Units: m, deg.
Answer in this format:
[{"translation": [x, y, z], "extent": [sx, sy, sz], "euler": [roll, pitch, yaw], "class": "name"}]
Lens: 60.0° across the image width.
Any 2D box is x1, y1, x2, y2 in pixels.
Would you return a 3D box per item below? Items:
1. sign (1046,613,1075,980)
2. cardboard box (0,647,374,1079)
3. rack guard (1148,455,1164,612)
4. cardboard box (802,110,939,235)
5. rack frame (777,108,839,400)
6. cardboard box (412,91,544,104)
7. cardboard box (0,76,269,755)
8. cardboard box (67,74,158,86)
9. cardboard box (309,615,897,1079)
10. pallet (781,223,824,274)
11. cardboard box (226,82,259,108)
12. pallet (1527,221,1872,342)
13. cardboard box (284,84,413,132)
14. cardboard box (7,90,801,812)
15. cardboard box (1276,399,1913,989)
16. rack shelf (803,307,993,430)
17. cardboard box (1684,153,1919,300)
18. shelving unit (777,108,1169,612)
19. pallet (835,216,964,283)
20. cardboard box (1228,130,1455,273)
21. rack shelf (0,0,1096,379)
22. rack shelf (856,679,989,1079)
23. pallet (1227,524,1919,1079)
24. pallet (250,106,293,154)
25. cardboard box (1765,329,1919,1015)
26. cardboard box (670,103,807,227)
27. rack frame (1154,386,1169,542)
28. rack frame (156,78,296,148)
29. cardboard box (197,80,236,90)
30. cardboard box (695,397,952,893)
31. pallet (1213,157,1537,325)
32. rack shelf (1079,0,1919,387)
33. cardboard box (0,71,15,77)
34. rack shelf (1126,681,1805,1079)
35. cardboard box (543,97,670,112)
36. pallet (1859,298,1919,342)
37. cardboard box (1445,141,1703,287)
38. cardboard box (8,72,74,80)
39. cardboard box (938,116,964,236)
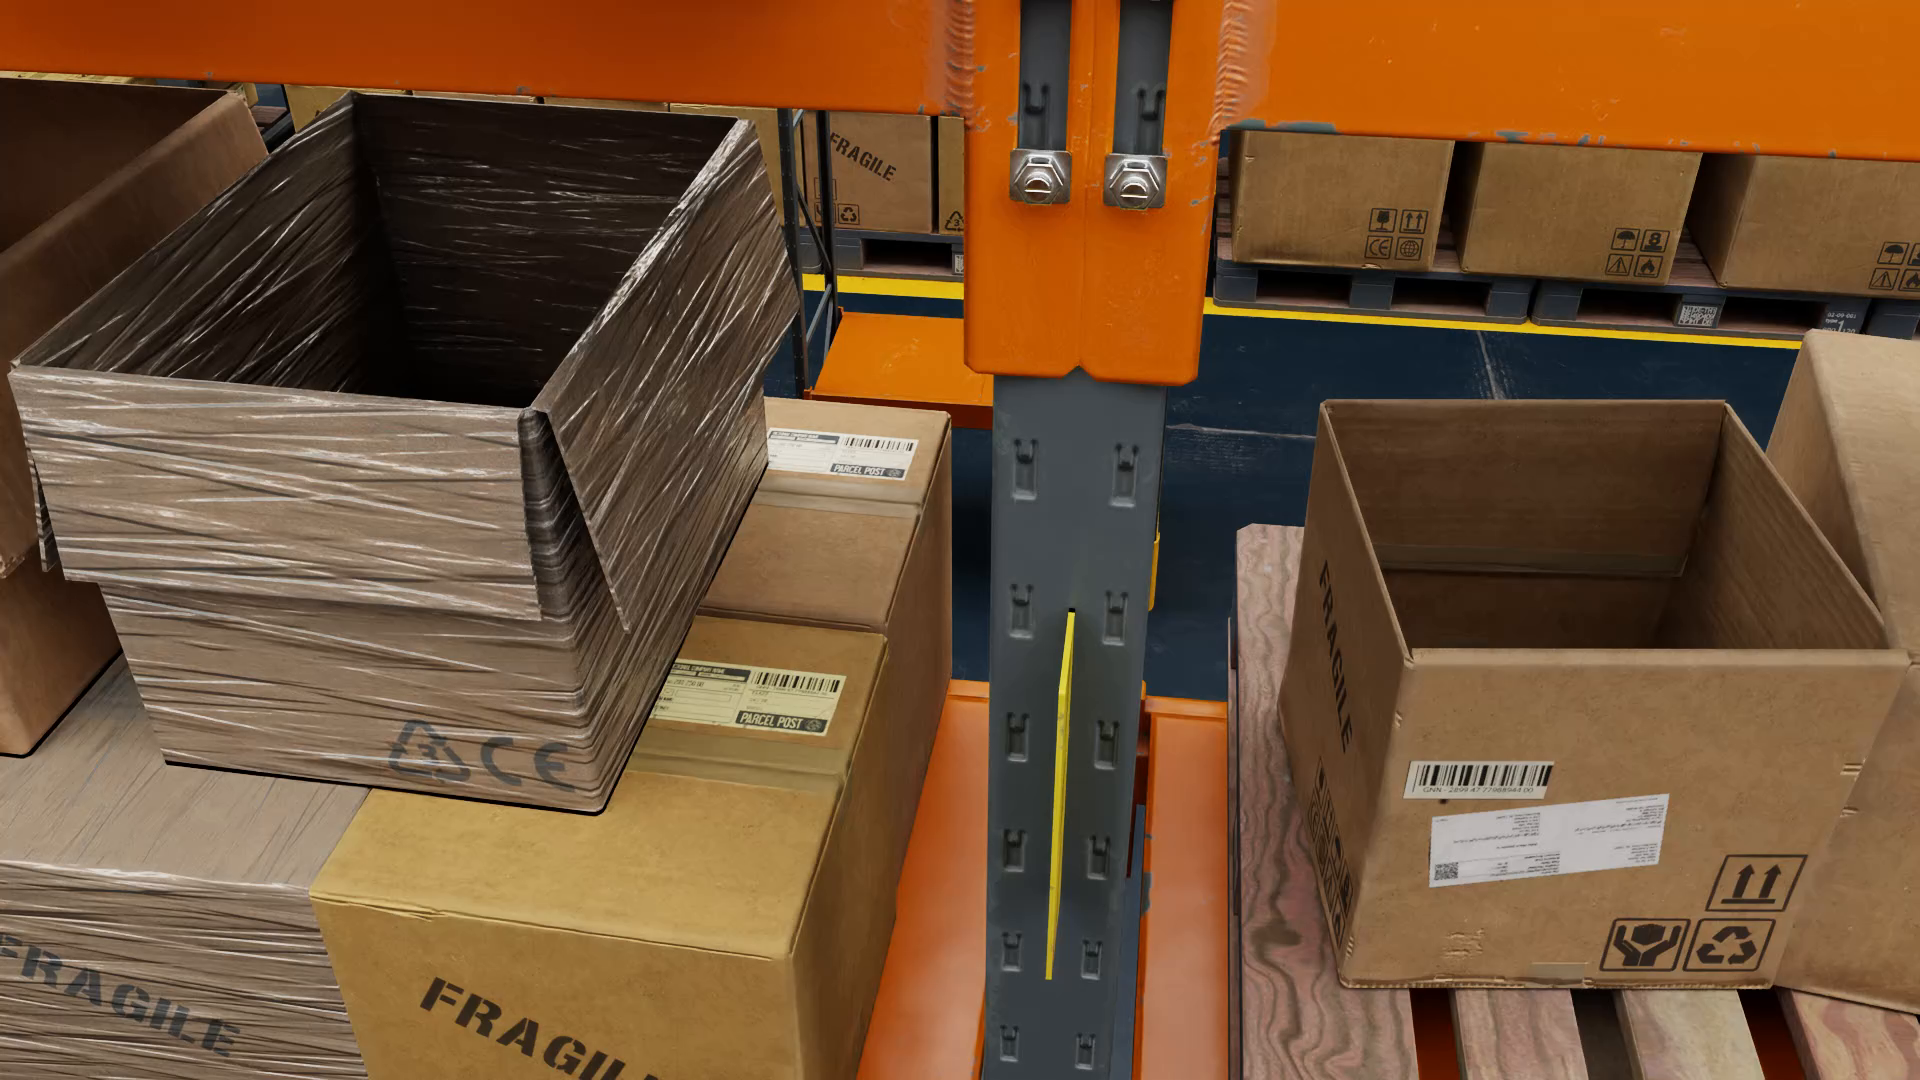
[{"translation": [0.082, 0.217, 1.368], "extent": [0.005, 0.325, 0.100], "euler": [4, 36, 6], "class": "sign"}, {"translation": [-0.865, 0.393, 2.031], "extent": [0.500, 0.500, 0.500], "euler": [4, 36, 6], "class": "cardboard box"}, {"translation": [0.570, -0.059, 5.118], "extent": [0.087, 0.250, 0.587], "euler": [4, 36, 6], "class": "rack guard"}, {"translation": [-0.319, -1.575, 6.664], "extent": [0.500, 0.500, 0.500], "euler": [6, 36, 8], "class": "cardboard box"}, {"translation": [-0.420, -0.642, 4.858], "extent": [0.032, 1.500, 0.500], "euler": [4, 36, 6], "class": "rack frame"}, {"translation": [-1.862, -1.686, 6.821], "extent": [0.500, 0.500, 0.500], "euler": [6, 36, 8], "class": "cardboard box"}, {"translation": [-1.220, -0.194, 1.991], "extent": [0.637, 0.503, 0.797], "euler": [5, 36, 7], "class": "cardboard box"}, {"translation": [-3.472, -1.908, 6.921], "extent": [0.250, 0.149, 0.380], "euler": [5, 36, 7], "class": "cardboard box"}, {"translation": [-0.372, 0.433, 1.975], "extent": [0.500, 0.500, 0.500], "euler": [5, 36, 7], "class": "cardboard box"}, {"translation": [-1.100, -1.498, 7.167], "extent": [1.213, 0.211, 1.003], "euler": [4, 36, 6], "class": "pallet"}, {"translation": [-3.406, -2.001, 7.564], "extent": [0.250, 0.149, 0.380], "euler": [3, 36, 4], "class": "cardboard box"}, {"translation": [2.860, -1.154, 6.685], "extent": [1.213, 0.211, 1.003], "euler": [4, 36, 6], "class": "pallet"}, {"translation": [-2.387, -1.724, 6.874], "extent": [0.500, 0.500, 0.500], "euler": [6, 36, 8], "class": "cardboard box"}, {"translation": [-0.574, -0.145, 1.921], "extent": [0.637, 0.503, 0.797], "euler": [5, 36, 8], "class": "cardboard box"}, {"translation": [0.690, 0.173, 1.978], "extent": [0.500, 0.500, 0.500], "euler": [0, 36, 0], "class": "cardboard box"}, {"translation": [0.085, -0.458, 4.910], "extent": [1.000, 0.185, 0.538], "euler": [4, 36, 6], "class": "rack shelf"}, {"translation": [3.265, -1.509, 6.358], "extent": [0.750, 0.750, 1.050], "euler": [4, 36, 6], "class": "cardboard box"}, {"translation": [0.076, -0.605, 4.806], "extent": [1.083, 1.500, 0.587], "euler": [4, 36, 6], "class": "shelving unit"}, {"translation": [0.107, -1.406, 7.039], "extent": [1.213, 0.211, 1.003], "euler": [4, 36, 6], "class": "pallet"}, {"translation": [1.474, -1.641, 6.542], "extent": [0.750, 0.750, 1.050], "euler": [4, 36, 5], "class": "cardboard box"}, {"translation": [-1.834, -0.708, 1.697], "extent": [4.000, 0.370, 1.077], "euler": [4, 36, 6], "class": "rack shelf"}, {"translation": [-1.834, 0.513, 2.569], "extent": [4.000, 0.370, 1.077], "euler": [4, 36, 6], "class": "rack shelf"}, {"translation": [0.870, 0.437, 2.220], "extent": [1.003, 0.211, 1.213], "euler": [4, 36, 6], "class": "pallet"}, {"translation": [-3.757, -1.673, 7.412], "extent": [1.213, 0.211, 1.003], "euler": [4, 36, 6], "class": "pallet"}, {"translation": [1.257, 0.157, 2.001], "extent": [0.500, 0.500, 0.700], "euler": [9, 37, 13], "class": "cardboard box"}, {"translation": [-0.846, -1.604, 6.706], "extent": [0.500, 0.500, 0.500], "euler": [3, 36, 4], "class": "cardboard box"}, {"translation": [0.589, -0.567, 4.753], "extent": [0.032, 1.500, 0.500], "euler": [4, 36, 6], "class": "rack frame"}, {"translation": [-3.086, -2.778, 6.561], "extent": [0.127, 3.000, 1.000], "euler": [4, 36, 6], "class": "rack frame"}, {"translation": [-3.405, -2.121, 7.477], "extent": [0.250, 0.149, 0.380], "euler": [6, 36, 8], "class": "cardboard box"}, {"translation": [-0.298, 0.134, 2.393], "extent": [0.500, 0.500, 0.500], "euler": [5, 36, 7], "class": "cardboard box"}, {"translation": [1.654, -1.246, 6.814], "extent": [1.213, 0.211, 1.003], "euler": [4, 36, 6], "class": "pallet"}, {"translation": [2.133, -0.412, 1.283], "extent": [4.000, 0.370, 1.077], "euler": [4, 36, 6], "class": "rack shelf"}, {"translation": [-3.978, -1.918, 6.936], "extent": [0.250, 0.149, 0.380], "euler": [4, 36, 6], "class": "cardboard box"}, {"translation": [2.133, 0.809, 2.154], "extent": [4.000, 0.370, 1.077], "euler": [4, 36, 6], "class": "rack shelf"}, {"translation": [-1.341, -1.655, 6.778], "extent": [0.500, 0.500, 0.500], "euler": [5, 36, 7], "class": "cardboard box"}, {"translation": [4.074, -1.065, 6.561], "extent": [1.213, 0.211, 1.003], "euler": [4, 36, 6], "class": "pallet"}, {"translation": [2.342, -1.578, 6.454], "extent": [0.750, 0.750, 1.050], "euler": [5, 36, 7], "class": "cardboard box"}, {"translation": [-3.731, -1.904, 6.916], "extent": [0.250, 0.149, 0.380], "euler": [5, 36, 7], "class": "cardboard box"}, {"translation": [0.195, -1.534, 6.608], "extent": [0.500, 0.500, 0.500], "euler": [4, 36, 6], "class": "cardboard box"}]
